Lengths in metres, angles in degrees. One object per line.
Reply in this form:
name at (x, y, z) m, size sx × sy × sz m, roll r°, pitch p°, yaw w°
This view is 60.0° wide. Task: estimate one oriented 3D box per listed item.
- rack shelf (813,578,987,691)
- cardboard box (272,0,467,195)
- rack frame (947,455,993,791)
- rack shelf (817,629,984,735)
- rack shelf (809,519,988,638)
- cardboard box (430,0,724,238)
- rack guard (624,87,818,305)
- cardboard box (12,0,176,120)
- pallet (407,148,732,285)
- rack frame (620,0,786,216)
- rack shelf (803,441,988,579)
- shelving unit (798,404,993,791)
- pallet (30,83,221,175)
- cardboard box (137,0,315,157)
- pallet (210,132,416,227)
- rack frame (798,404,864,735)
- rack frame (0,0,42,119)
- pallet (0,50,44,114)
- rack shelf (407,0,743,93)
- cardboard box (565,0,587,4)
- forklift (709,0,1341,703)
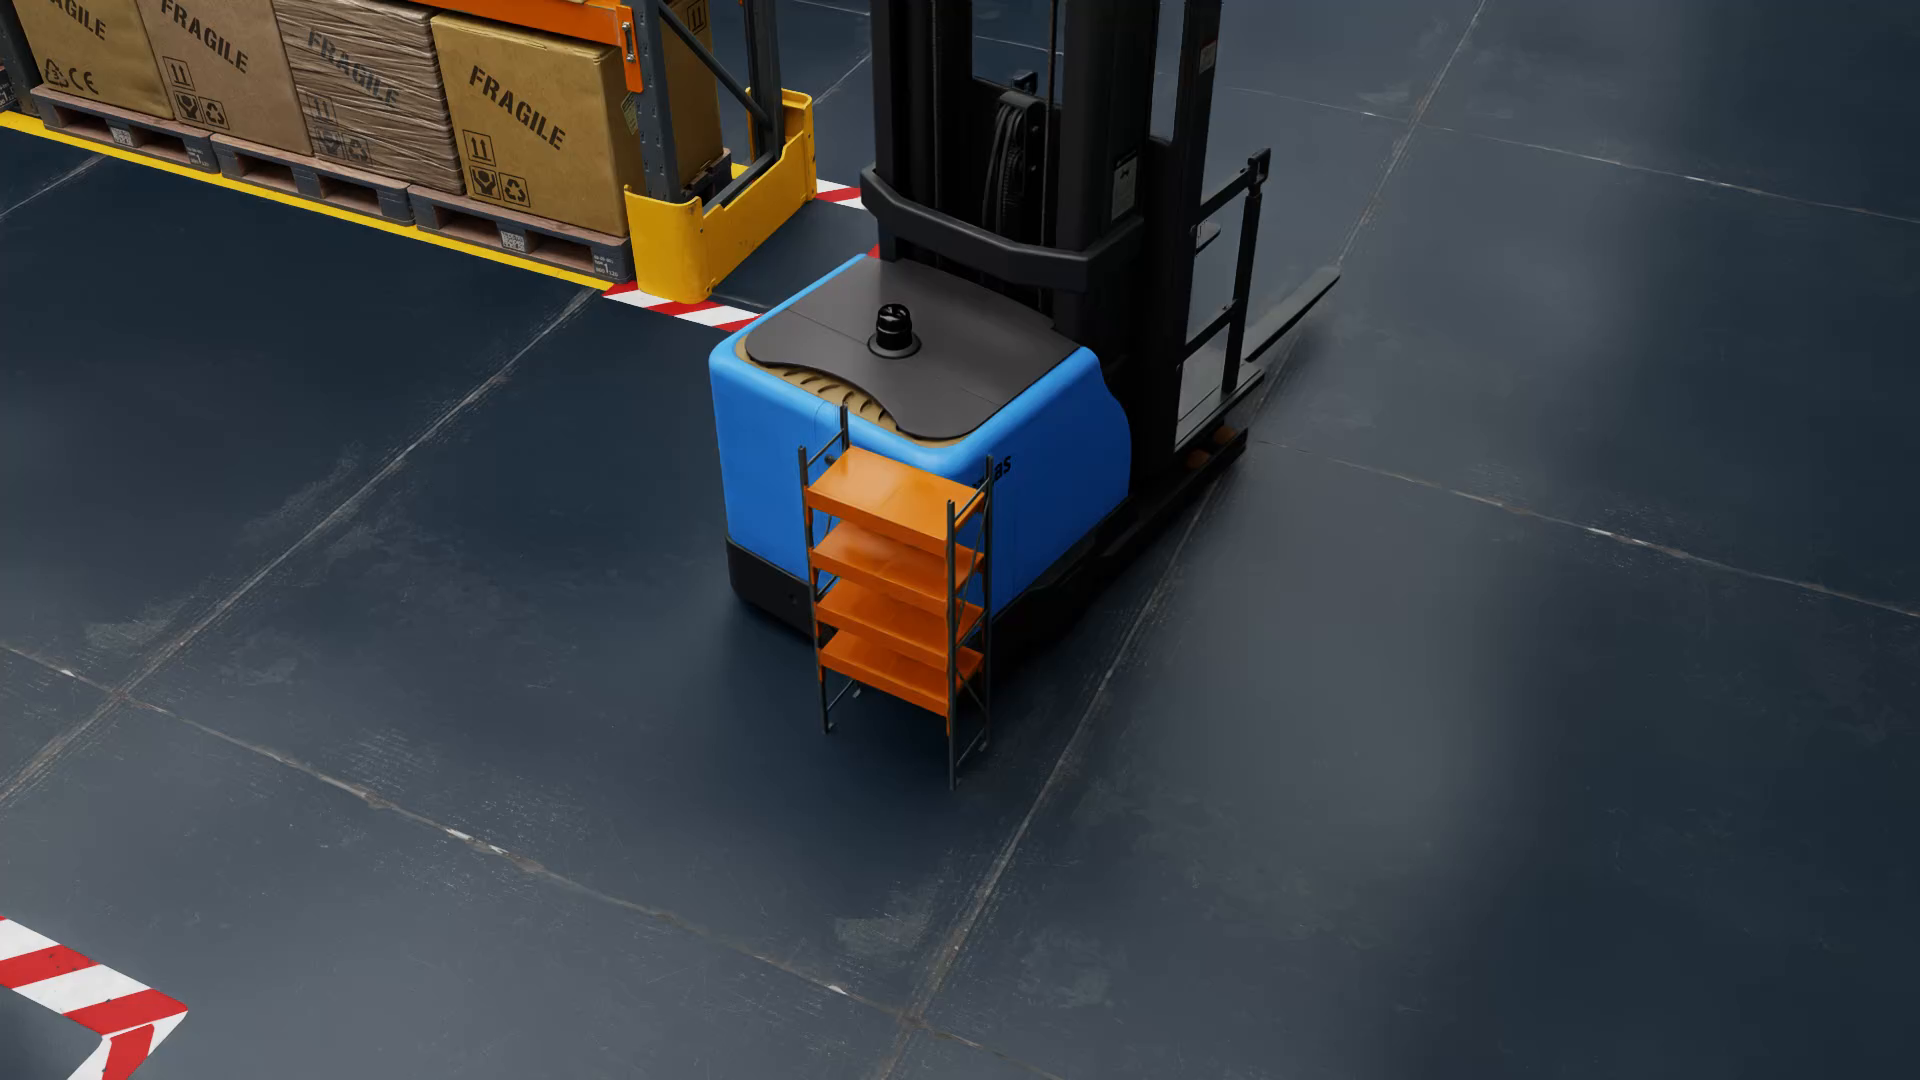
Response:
rack shelf at (-0.182, 0.253, 5.143) m, size 0.480 × 0.148 × 0.258 m, roll 20°, pitch 45°, yaw 22°
cardboard box at (-2.547, -2.315, 7.933) m, size 0.875 × 0.875 × 0.875 m, roll 17°, pitch 44°, yaw 19°
rack frame at (0.030, 0.282, 5.008) m, size 0.015 × 1.200 × 0.240 m, roll 20°, pitch 45°, yaw 22°
rack shelf at (-0.181, 0.403, 5.274) m, size 0.480 × 0.148 × 0.258 m, roll 20°, pitch 45°, yaw 22°
rack shelf at (-0.182, 0.085, 4.996) m, size 0.480 × 0.148 × 0.258 m, roll 20°, pitch 45°, yaw 22°
cardboard box at (-1.722, -2.063, 7.642) m, size 0.875 × 0.875 × 0.875 m, roll 17°, pitch 44°, yaw 19°
rack guard at (-1.087, -1.627, 7.745) m, size 0.348 × 0.500 × 1.175 m, roll 17°, pitch 44°, yaw 19°
cardboard box at (-4.169, -2.811, 8.505) m, size 0.875 × 0.875 × 0.875 m, roll 17°, pitch 44°, yaw 19°
pallet at (-1.866, -1.699, 8.049) m, size 1.213 × 0.211 × 1.003 m, roll 17°, pitch 44°, yaw 19°
rack frame at (-1.108, -2.578, 6.934) m, size 0.127 × 3.000 × 1.000 m, roll 17°, pitch 44°, yaw 19°
rack shelf at (-0.183, -0.093, 4.840) m, size 0.480 × 0.148 × 0.258 m, roll 20°, pitch 45°, yaw 22°
shelving unit at (-0.182, 0.203, 5.099) m, size 0.503 × 1.200 × 0.258 m, roll 20°, pitch 45°, yaw 22°
pallet at (-4.077, -2.375, 8.829) m, size 1.213 × 0.211 × 1.003 m, roll 17°, pitch 44°, yaw 19°
cardboard box at (-3.353, -2.562, 8.217) m, size 0.875 × 0.875 × 0.875 m, roll 17°, pitch 44°, yaw 19°
pallet at (-2.968, -2.038, 8.440) m, size 1.213 × 0.211 × 1.003 m, roll 17°, pitch 44°, yaw 19°
rack frame at (-0.394, 0.124, 5.190) m, size 0.015 × 1.200 × 0.240 m, roll 20°, pitch 45°, yaw 22°
rack frame at (-4.733, -3.686, 8.212) m, size 0.127 × 3.000 × 1.000 m, roll 17°, pitch 44°, yaw 19°
pallet at (-5.464, -2.801, 9.320) m, size 1.213 × 0.211 × 1.003 m, roll 17°, pitch 44°, yaw 19°
rack shelf at (-2.921, -2.860, 7.809) m, size 4.000 × 0.370 × 1.077 m, roll 17°, pitch 44°, yaw 19°
cardboard box at (-1.570, -2.386, 6.905) m, size 0.250 × 0.149 × 0.380 m, roll 18°, pitch 44°, yaw 19°
forklift at (0.477, -1.471, 5.709) m, size 1.130 × 2.935 × 3.031 m, roll 27°, pitch 48°, yaw 28°
